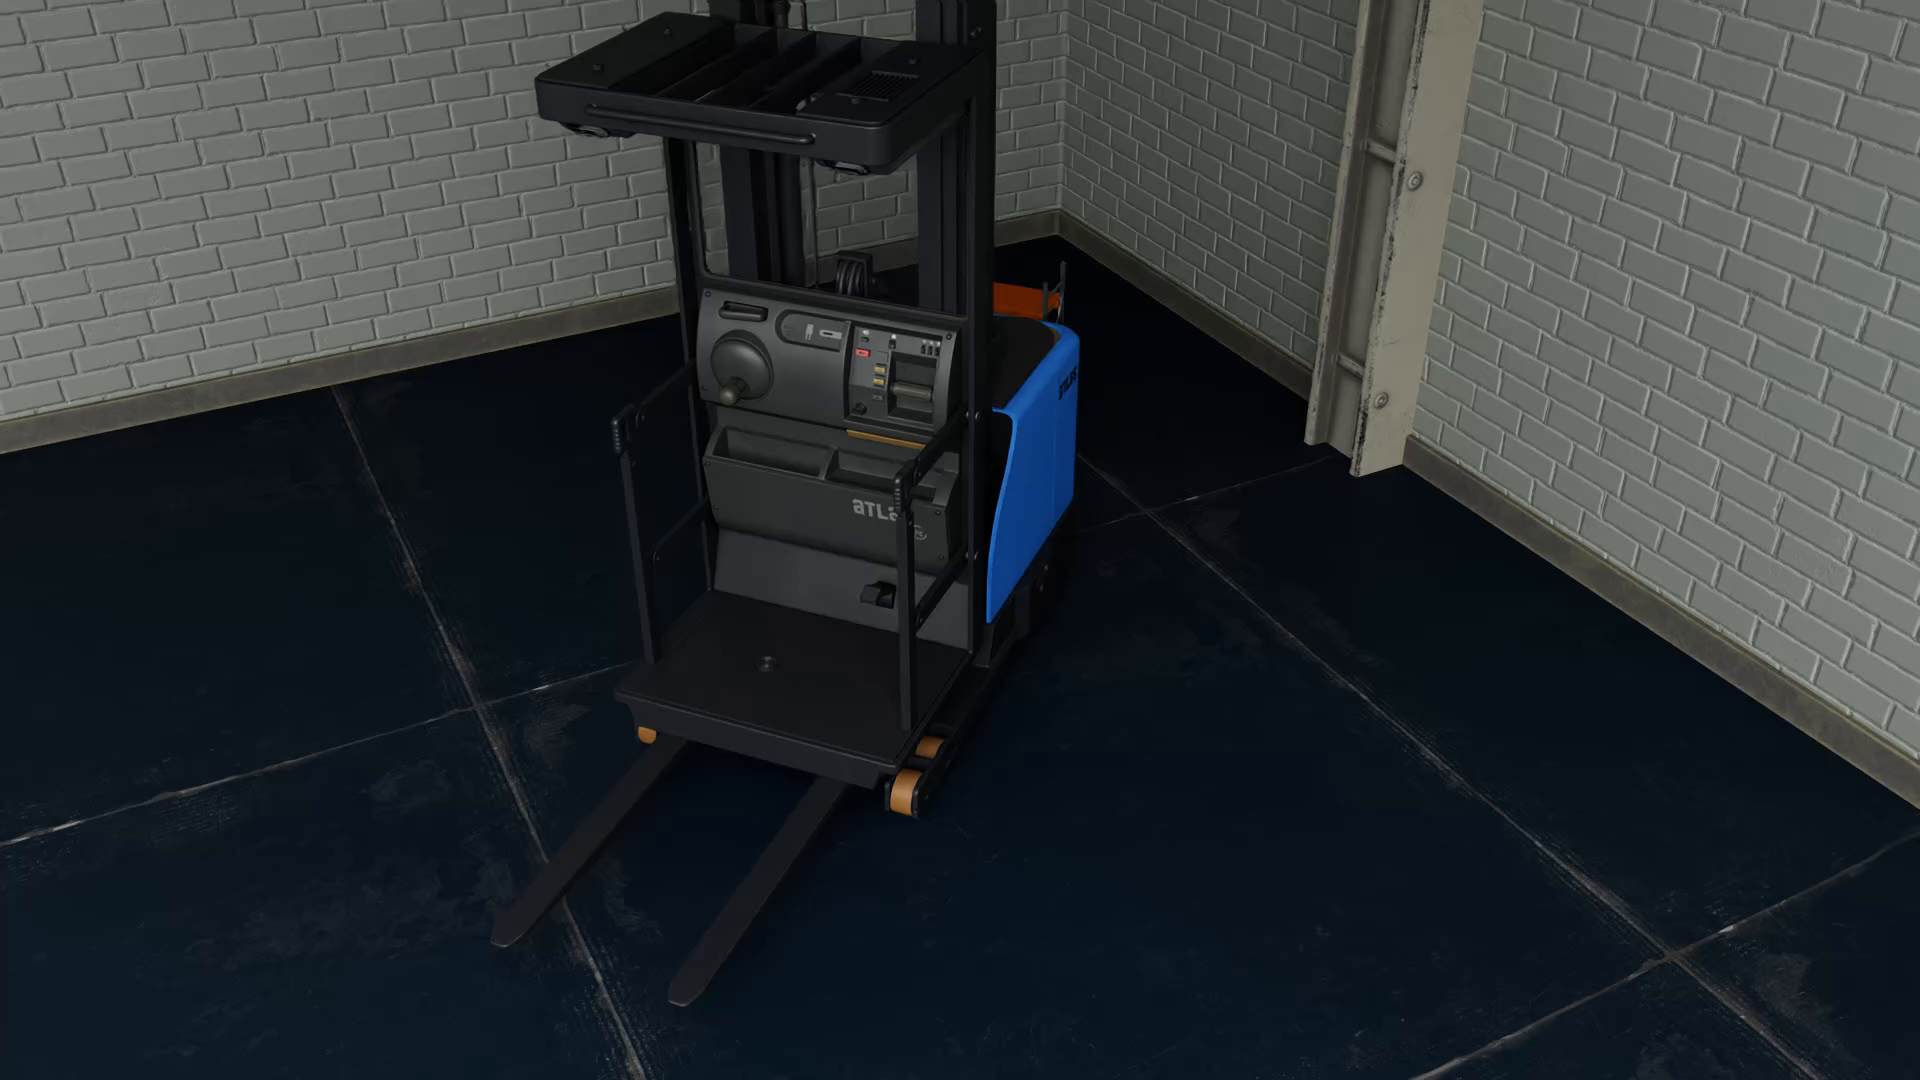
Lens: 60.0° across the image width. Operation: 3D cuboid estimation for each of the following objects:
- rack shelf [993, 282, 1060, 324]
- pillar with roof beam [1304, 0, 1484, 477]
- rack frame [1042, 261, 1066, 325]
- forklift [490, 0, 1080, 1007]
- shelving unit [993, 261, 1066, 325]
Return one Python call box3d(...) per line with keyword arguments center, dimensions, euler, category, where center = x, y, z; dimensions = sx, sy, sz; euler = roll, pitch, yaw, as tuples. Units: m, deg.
box3d(center=(0.156, -0.957, 6.903), dimensions=(0.480, 0.148, 0.258), euler=(12, 35, 18), category="rack shelf")
box3d(center=(-1.930, -3.129, 3.793), dimensions=(9.100, 9.000, 0.400), euler=(-16, 36, -23), category="pillar with roof beam")
box3d(center=(0.382, -0.577, 7.038), dimensions=(0.015, 1.200, 0.240), euler=(12, 35, 18), category="rack frame")
box3d(center=(-0.531, -0.537, 5.371), dimensions=(1.130, 2.935, 3.031), euler=(12, 35, 18), category="forklift")
box3d(center=(0.156, -0.626, 7.115), dimensions=(0.503, 1.200, 0.258), euler=(12, 35, 18), category="shelving unit")
